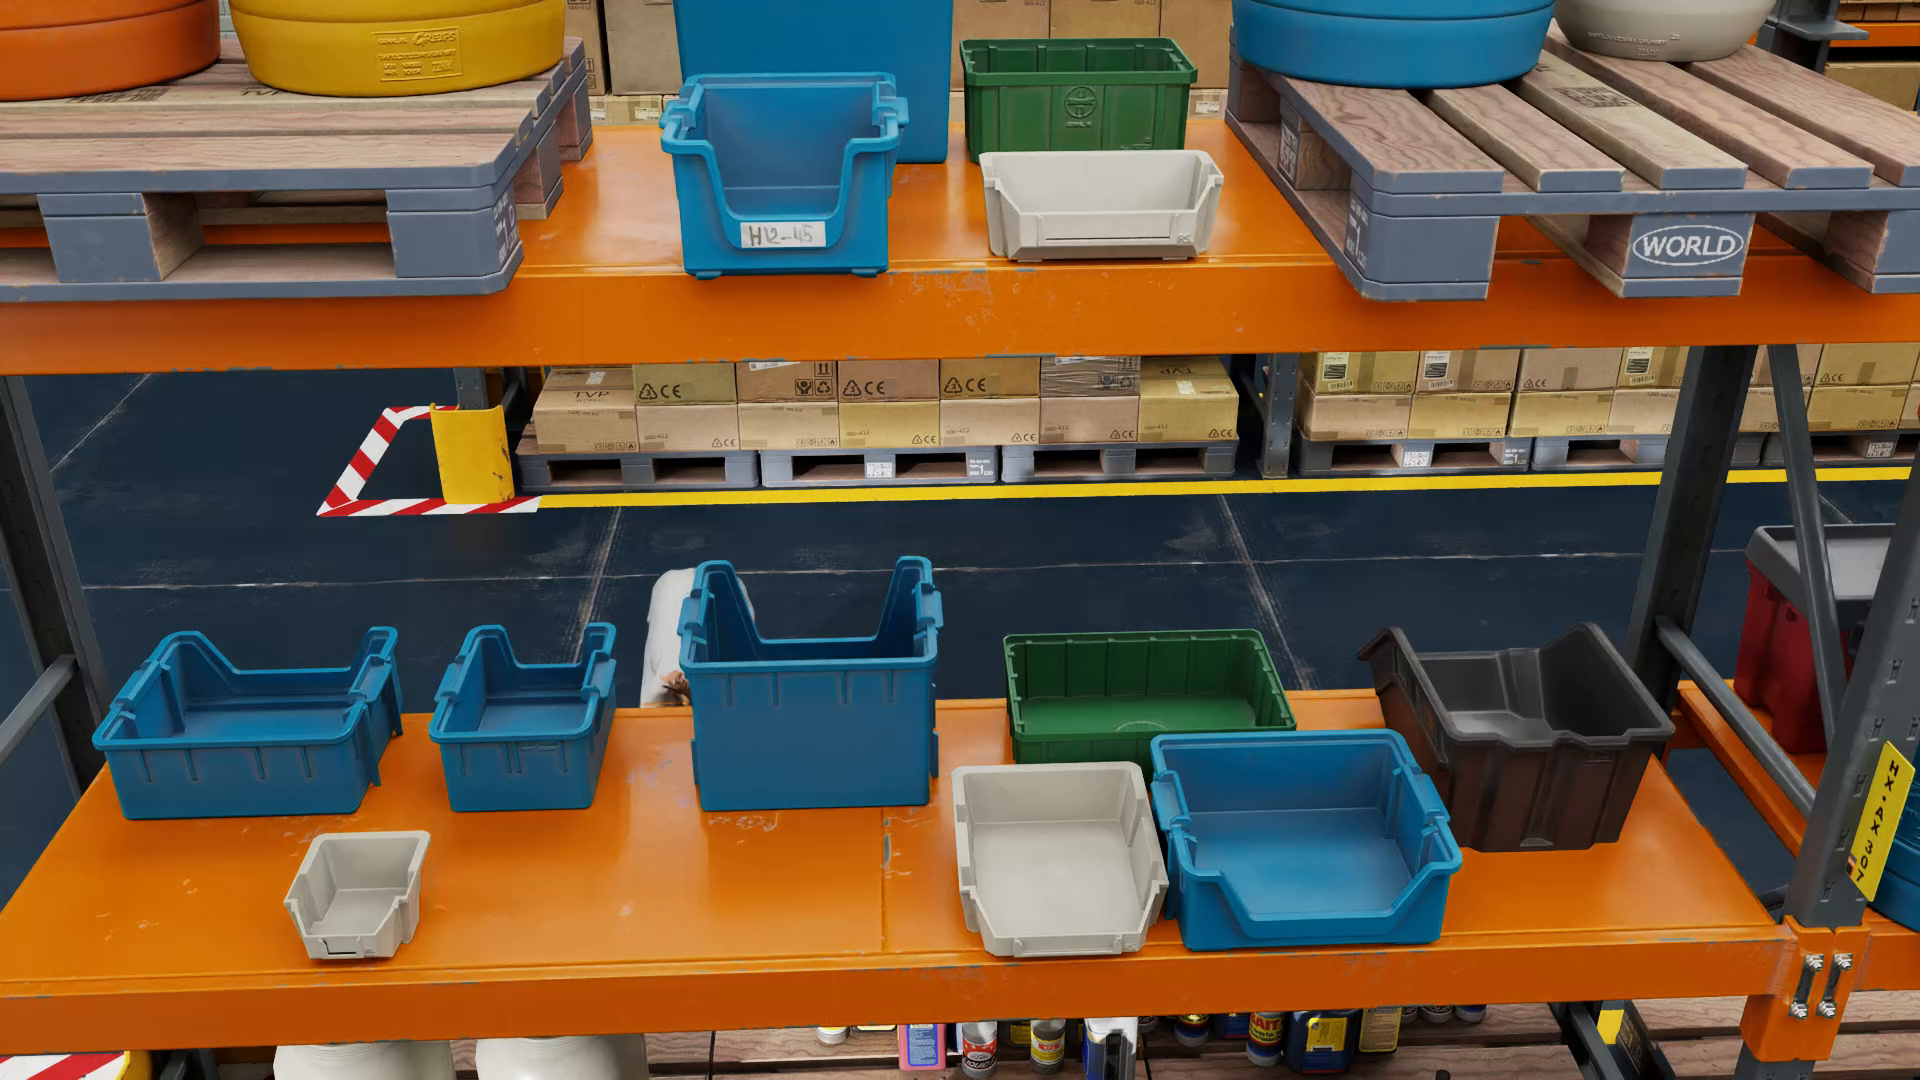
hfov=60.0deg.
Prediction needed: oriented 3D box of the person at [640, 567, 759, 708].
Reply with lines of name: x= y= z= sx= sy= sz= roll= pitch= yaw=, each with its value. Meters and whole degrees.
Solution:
person: x=-0.870 y=0.641 z=5.696 sx=0.464 sy=0.934 sz=0.853 roll=-3 pitch=28 yaw=-5
